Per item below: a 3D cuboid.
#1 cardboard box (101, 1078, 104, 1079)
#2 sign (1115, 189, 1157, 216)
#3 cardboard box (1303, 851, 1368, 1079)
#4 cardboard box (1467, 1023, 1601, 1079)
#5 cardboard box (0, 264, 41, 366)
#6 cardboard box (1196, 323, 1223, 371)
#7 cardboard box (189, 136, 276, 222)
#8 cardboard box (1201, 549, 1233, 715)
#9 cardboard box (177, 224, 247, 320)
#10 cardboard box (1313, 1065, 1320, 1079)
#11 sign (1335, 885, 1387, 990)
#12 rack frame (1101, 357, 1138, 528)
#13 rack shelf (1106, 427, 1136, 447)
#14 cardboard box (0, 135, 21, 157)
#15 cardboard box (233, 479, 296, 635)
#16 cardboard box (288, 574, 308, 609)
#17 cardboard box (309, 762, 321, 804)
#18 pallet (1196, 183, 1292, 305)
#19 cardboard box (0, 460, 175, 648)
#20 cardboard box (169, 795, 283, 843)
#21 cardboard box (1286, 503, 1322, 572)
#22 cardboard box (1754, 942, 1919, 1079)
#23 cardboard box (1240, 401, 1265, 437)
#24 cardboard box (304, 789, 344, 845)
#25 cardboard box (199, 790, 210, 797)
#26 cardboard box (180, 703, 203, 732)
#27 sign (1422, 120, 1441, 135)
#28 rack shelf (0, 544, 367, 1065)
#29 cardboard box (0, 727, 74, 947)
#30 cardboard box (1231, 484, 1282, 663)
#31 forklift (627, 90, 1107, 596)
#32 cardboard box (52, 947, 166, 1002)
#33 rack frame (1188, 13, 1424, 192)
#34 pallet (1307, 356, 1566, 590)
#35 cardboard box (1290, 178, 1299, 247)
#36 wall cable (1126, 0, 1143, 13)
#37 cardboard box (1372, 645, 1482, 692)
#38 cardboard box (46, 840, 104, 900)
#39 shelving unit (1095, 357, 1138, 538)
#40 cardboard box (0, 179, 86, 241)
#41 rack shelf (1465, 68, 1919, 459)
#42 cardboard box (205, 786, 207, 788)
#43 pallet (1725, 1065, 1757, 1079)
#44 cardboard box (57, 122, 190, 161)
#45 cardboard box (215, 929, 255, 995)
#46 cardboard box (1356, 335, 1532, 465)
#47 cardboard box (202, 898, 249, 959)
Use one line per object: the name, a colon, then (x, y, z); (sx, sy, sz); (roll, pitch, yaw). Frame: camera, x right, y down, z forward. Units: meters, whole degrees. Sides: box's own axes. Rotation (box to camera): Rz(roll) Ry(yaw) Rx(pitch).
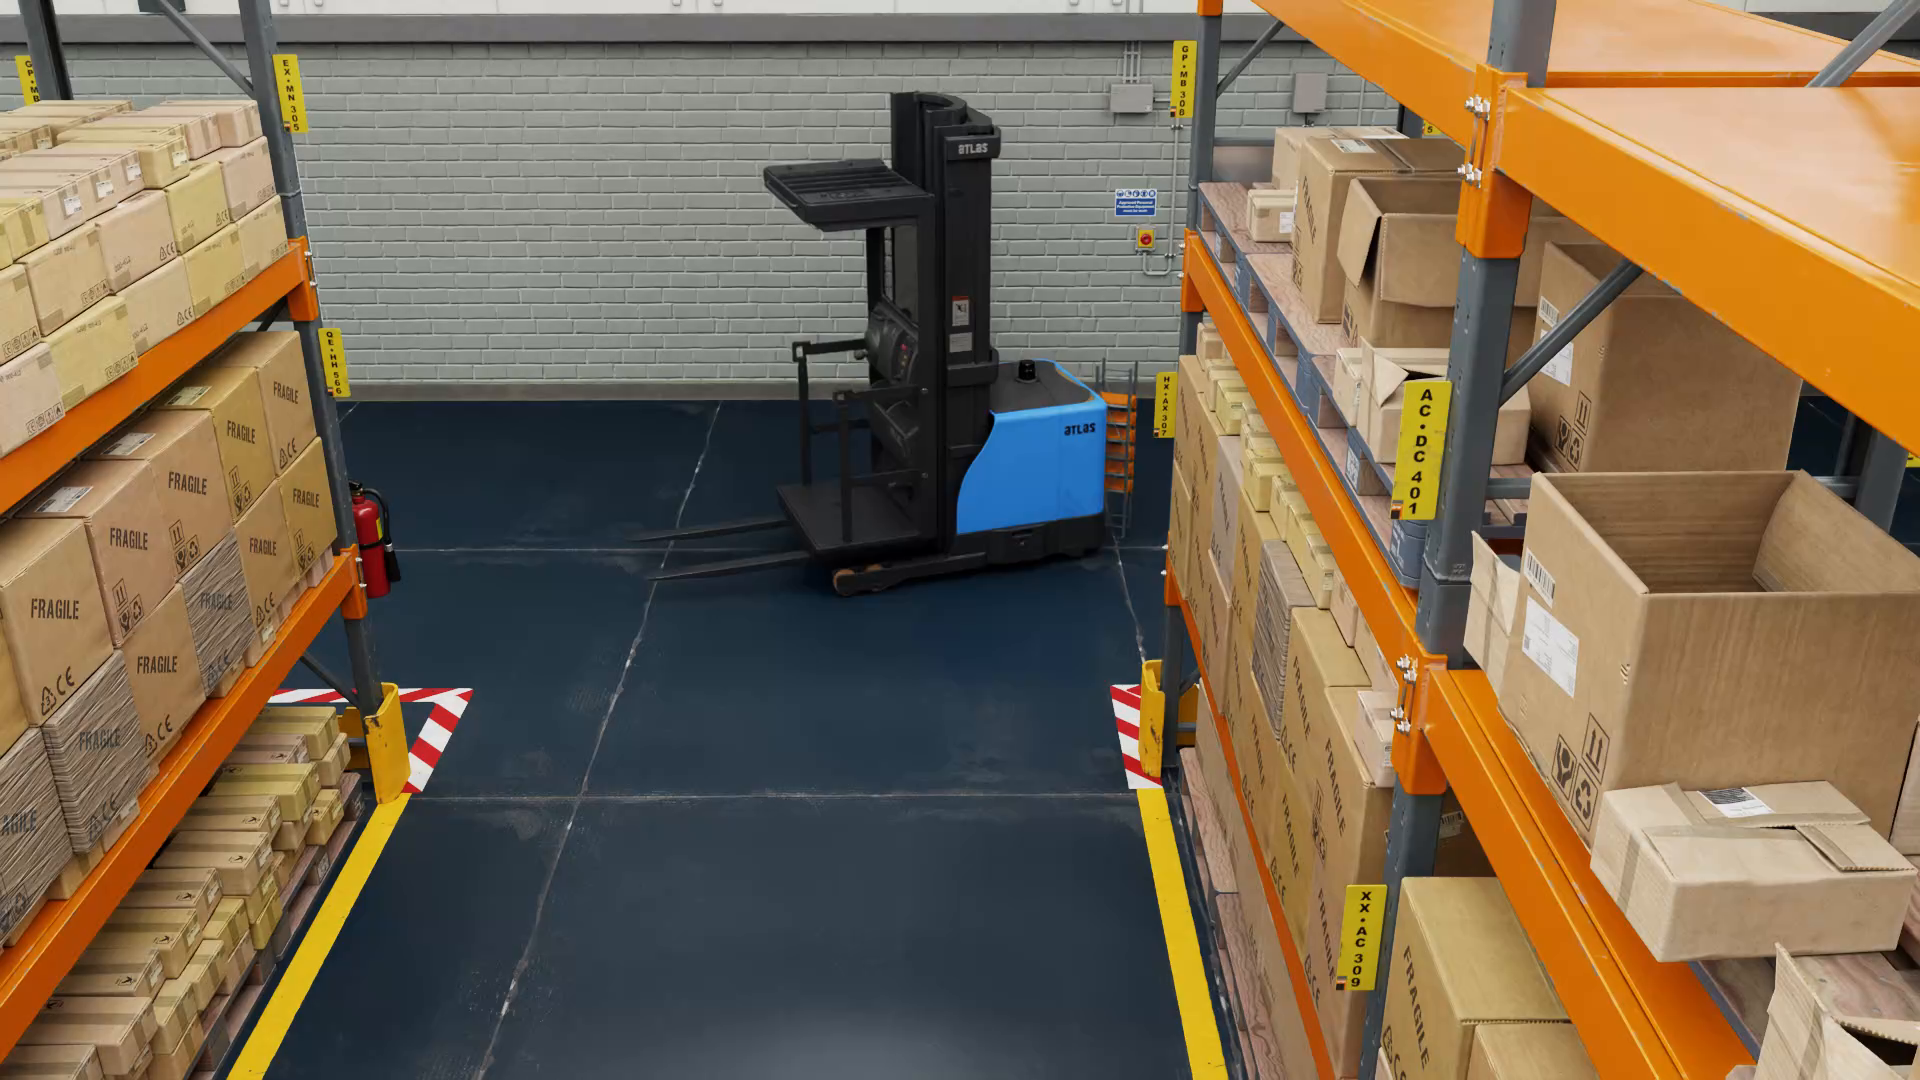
cardboard box: (-3.191, 2.010, 5.756); (0.380, 0.149, 0.250); (-1, 24, -3)
sign: (1.396, -2.680, 13.208); (0.327, 0.218, 0.001); (0, 24, -1)
cardboard box: (1.313, 1.204, 4.826); (0.500, 0.500, 0.500); (0, 24, 0)
cardboard box: (1.324, 1.331, 3.333); (0.500, 0.500, 0.500); (0, 24, -1)
cardboard box: (-3.133, -0.635, 4.948); (0.500, 0.250, 0.500); (0, 24, 0)
cardboard box: (1.257, -0.858, 7.384); (0.380, 0.149, 0.250); (0, 24, 1)
cardboard box: (-3.160, -1.482, 6.822); (0.500, 0.250, 0.500); (-1, 24, -2)
cardboard box: (1.269, 0.363, 6.686); (0.500, 0.500, 0.500); (0, 24, -1)
cardboard box: (-3.137, -1.046, 6.466); (0.500, 0.250, 0.500); (0, 24, 0)
cardboard box: (1.674, 2.157, 5.441); (0.875, 0.438, 0.875); (-1, 24, -1)
sign: (1.018, 1.012, 4.225); (0.100, 0.325, 0.005); (0, 24, -1)
rack frame: (1.058, -0.645, 11.221); (0.240, 1.200, 0.006); (7, 25, 16)
rack shelf: (1.031, -0.679, 11.110); (0.258, 0.103, 0.180); (7, 25, 16)
cardboard box: (-3.727, -1.400, 6.158); (0.380, 0.149, 0.250); (0, 24, 0)
cardboard box: (-3.156, 0.071, 6.972); (0.500, 0.500, 0.500); (-1, 24, -1)
cardboard box: (-3.168, 0.206, 7.460); (0.380, 0.149, 0.250); (0, 24, -1)
cardboard box: (-3.179, 1.152, 7.653); (0.380, 0.149, 0.250); (-1, 24, -2)
pallet: (1.548, -1.229, 6.795); (1.003, 0.211, 1.213); (0, 24, -1)
cardboard box: (-3.136, 0.047, 5.810); (0.500, 0.500, 0.500); (-1, 24, -2)
cardboard box: (-3.145, 1.226, 7.127); (0.380, 0.149, 0.250); (-1, 24, -3)
cardboard box: (1.301, -0.009, 5.509); (0.380, 0.149, 0.250); (-1, 24, -2)
cardboard box: (1.243, 0.697, 2.081); (0.396, 0.266, 0.258); (2, 24, 4)
cardboard box: (1.295, -0.426, 6.430); (0.380, 0.149, 0.250); (0, 24, 0)
cardboard box: (-3.101, 1.285, 7.720); (0.380, 0.149, 0.250); (0, 24, 1)
cardboard box: (-3.649, 1.288, 7.712); (0.380, 0.149, 0.250); (0, 24, -1)
cardboard box: (-3.207, 0.634, 6.513); (0.380, 0.149, 0.250); (-1, 24, -3)
sign: (2.072, -1.939, 7.279); (0.100, 0.325, 0.005); (0, 24, -1)
rack shelf: (-3.397, 1.007, 6.256); (1.077, 0.370, 4.000); (0, 24, -1)
cardboard box: (-3.141, 0.914, 5.108); (0.500, 0.500, 0.500); (0, 24, -1)
cardboard box: (1.282, 0.120, 6.010); (0.500, 0.500, 0.500); (0, 24, 0)
forklift: (-0.616, -1.227, 10.406); (3.031, 2.935, 1.130); (-8, 26, -18)
cardboard box: (-3.200, 1.655, 6.179); (0.380, 0.149, 0.250); (-1, 24, -3)
rack frame: (1.530, -2.942, 6.835); (1.000, 3.000, 0.127); (0, 24, -1)
pallet: (1.575, -0.224, 4.572); (1.003, 0.211, 1.213); (0, 24, -1)
cardboard box: (1.496, -1.154, 6.000); (0.500, 0.311, 0.500); (0, 24, 0)
wall cable: (1.186, -5.285, 12.014); (0.463, 3.000, 0.029); (0, 24, -1)
cardboard box: (1.357, 0.408, 4.585); (0.380, 0.149, 0.250); (0, 24, 1)
cardboard box: (-3.118, 1.068, 5.554); (0.380, 0.149, 0.250); (0, 24, 0)
shelving unit: (1.031, -0.610, 11.141); (0.258, 1.200, 0.189); (7, 25, 16)
cardboard box: (-3.127, -1.083, 5.455); (0.380, 0.149, 0.250); (-1, 24, -2)
rack shelf: (1.595, 0.041, 1.599); (1.077, 0.370, 4.000); (0, 24, -1)
cardboard box: (-3.670, 1.045, 7.889); (0.380, 0.149, 0.250); (1, 24, 2)
pallet: (1.542, 1.082, 1.808); (1.003, 0.211, 1.213); (1, 24, 2)
cardboard box: (-3.213, -1.509, 6.398); (0.380, 0.149, 0.250); (-1, 24, -2)
cardboard box: (-3.120, 1.713, 6.772); (0.380, 0.149, 0.250); (0, 24, 0)
cardboard box: (1.246, -0.364, 4.308); (0.396, 0.266, 0.258); (1, 24, 1)
cardboard box: (-3.118, 1.577, 6.712); (0.380, 0.149, 0.250); (1, 24, 2)
